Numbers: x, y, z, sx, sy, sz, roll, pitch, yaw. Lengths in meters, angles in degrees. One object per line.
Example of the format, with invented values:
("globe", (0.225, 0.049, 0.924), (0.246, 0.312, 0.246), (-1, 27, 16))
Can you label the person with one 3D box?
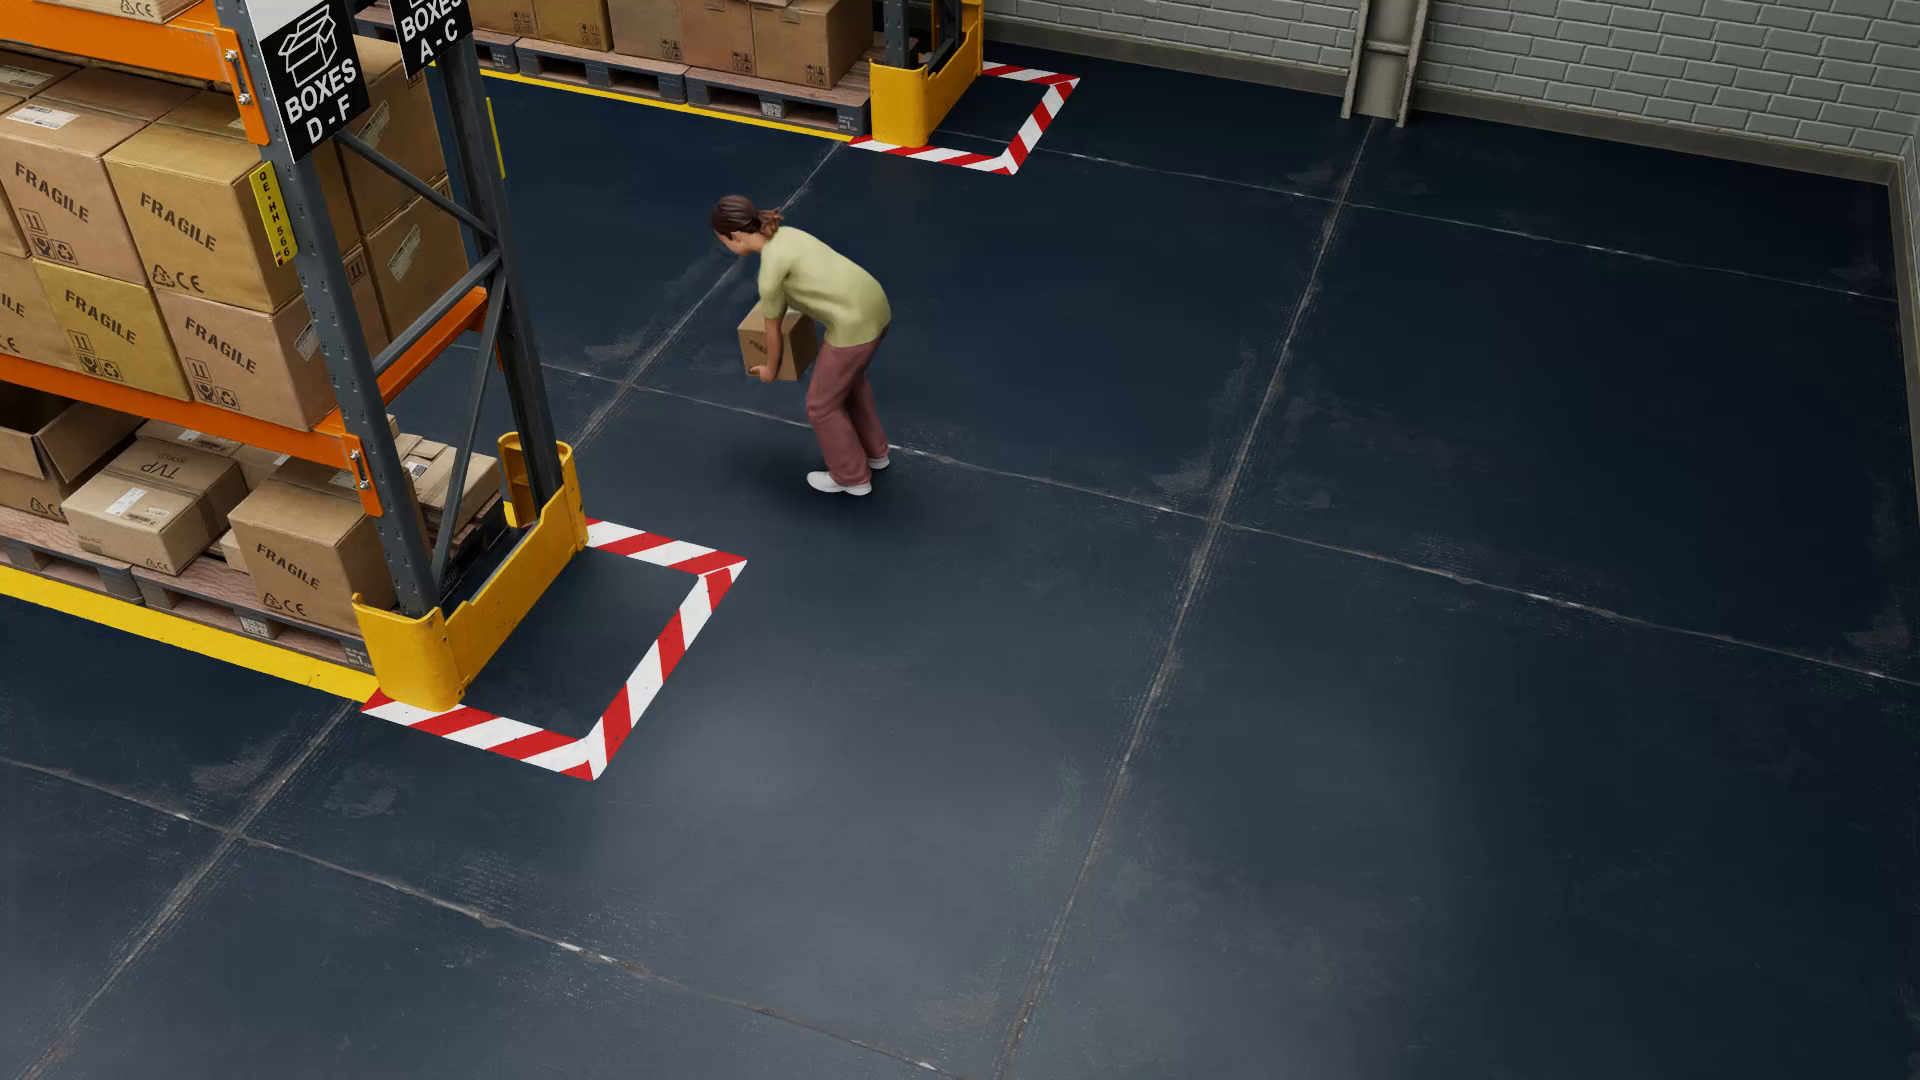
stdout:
("person", (-0.688, -0.865, 7.359), (0.777, 1.380, 0.406), (13, 43, 14))
